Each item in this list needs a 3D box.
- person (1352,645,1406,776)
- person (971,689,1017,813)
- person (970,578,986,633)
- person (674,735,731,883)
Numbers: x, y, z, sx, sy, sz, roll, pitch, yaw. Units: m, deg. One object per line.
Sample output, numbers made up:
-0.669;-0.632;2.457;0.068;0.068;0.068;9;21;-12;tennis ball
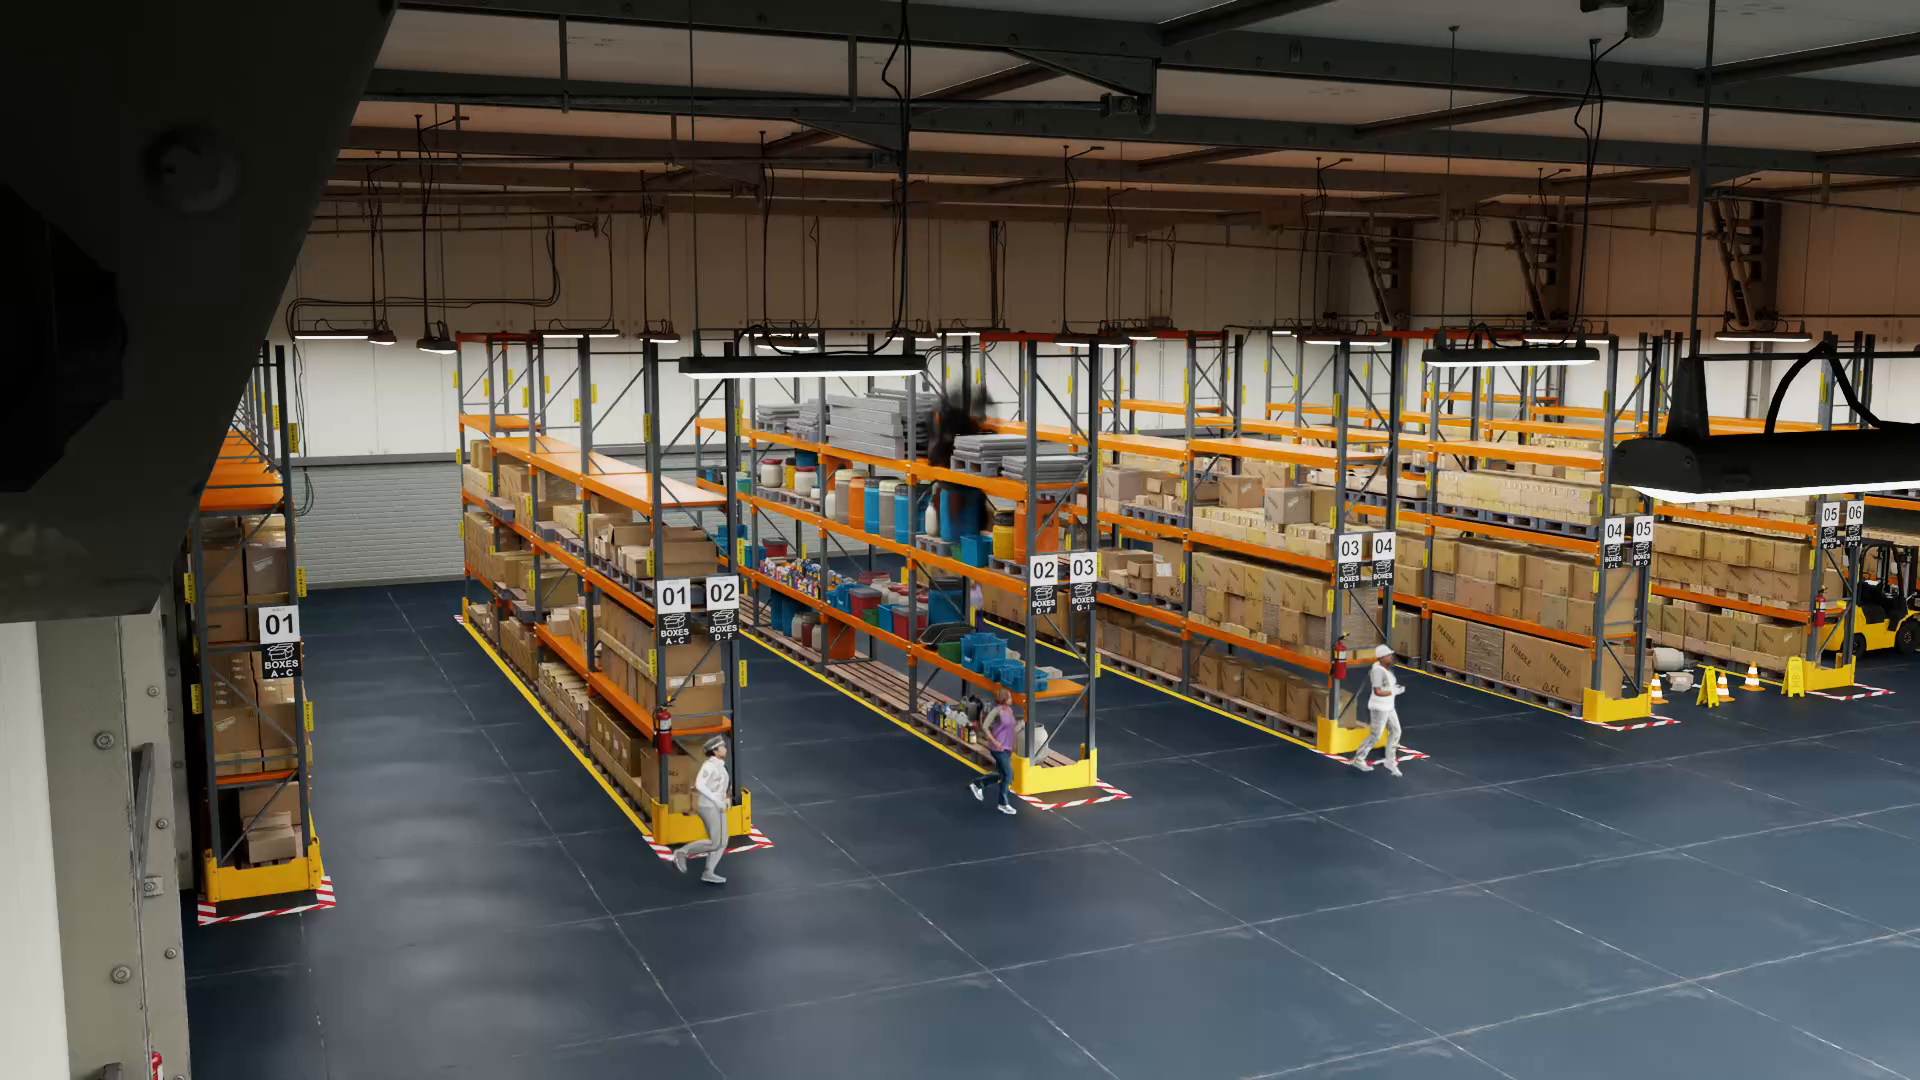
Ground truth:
5.800;2.373;22.950;0.693;1.870;0.674;4;9;26;person
0.470;2.693;21.422;0.677;1.585;0.560;4;9;29;person
0.223;1.446;30.402;0.613;1.704;0.700;-4;9;-28;person
-2.892;3.012;18.860;0.599;1.615;0.661;1;8;8;person
